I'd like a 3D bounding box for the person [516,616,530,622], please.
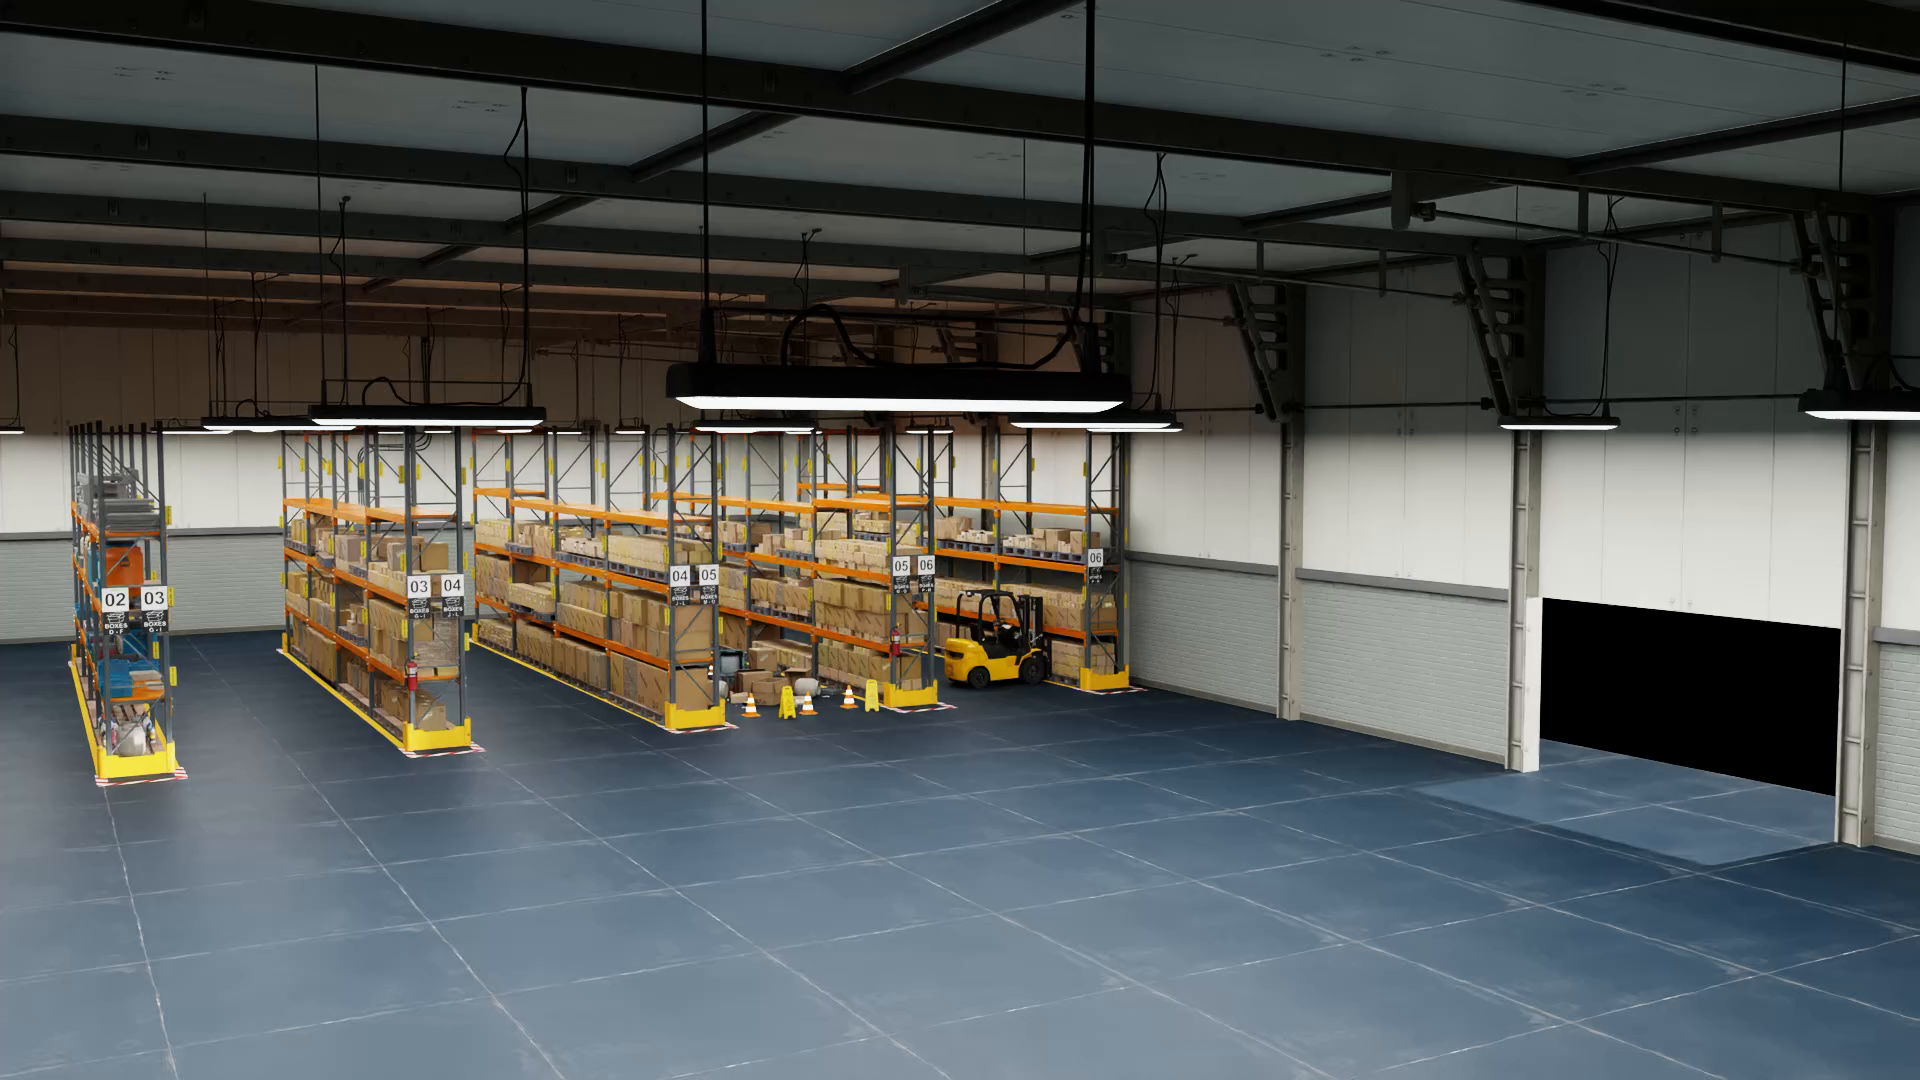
[{"bbox_3d":[-12.761,1.904,48.470,0.485,1.651,0.828,3,5,41],"label":"person"}]
